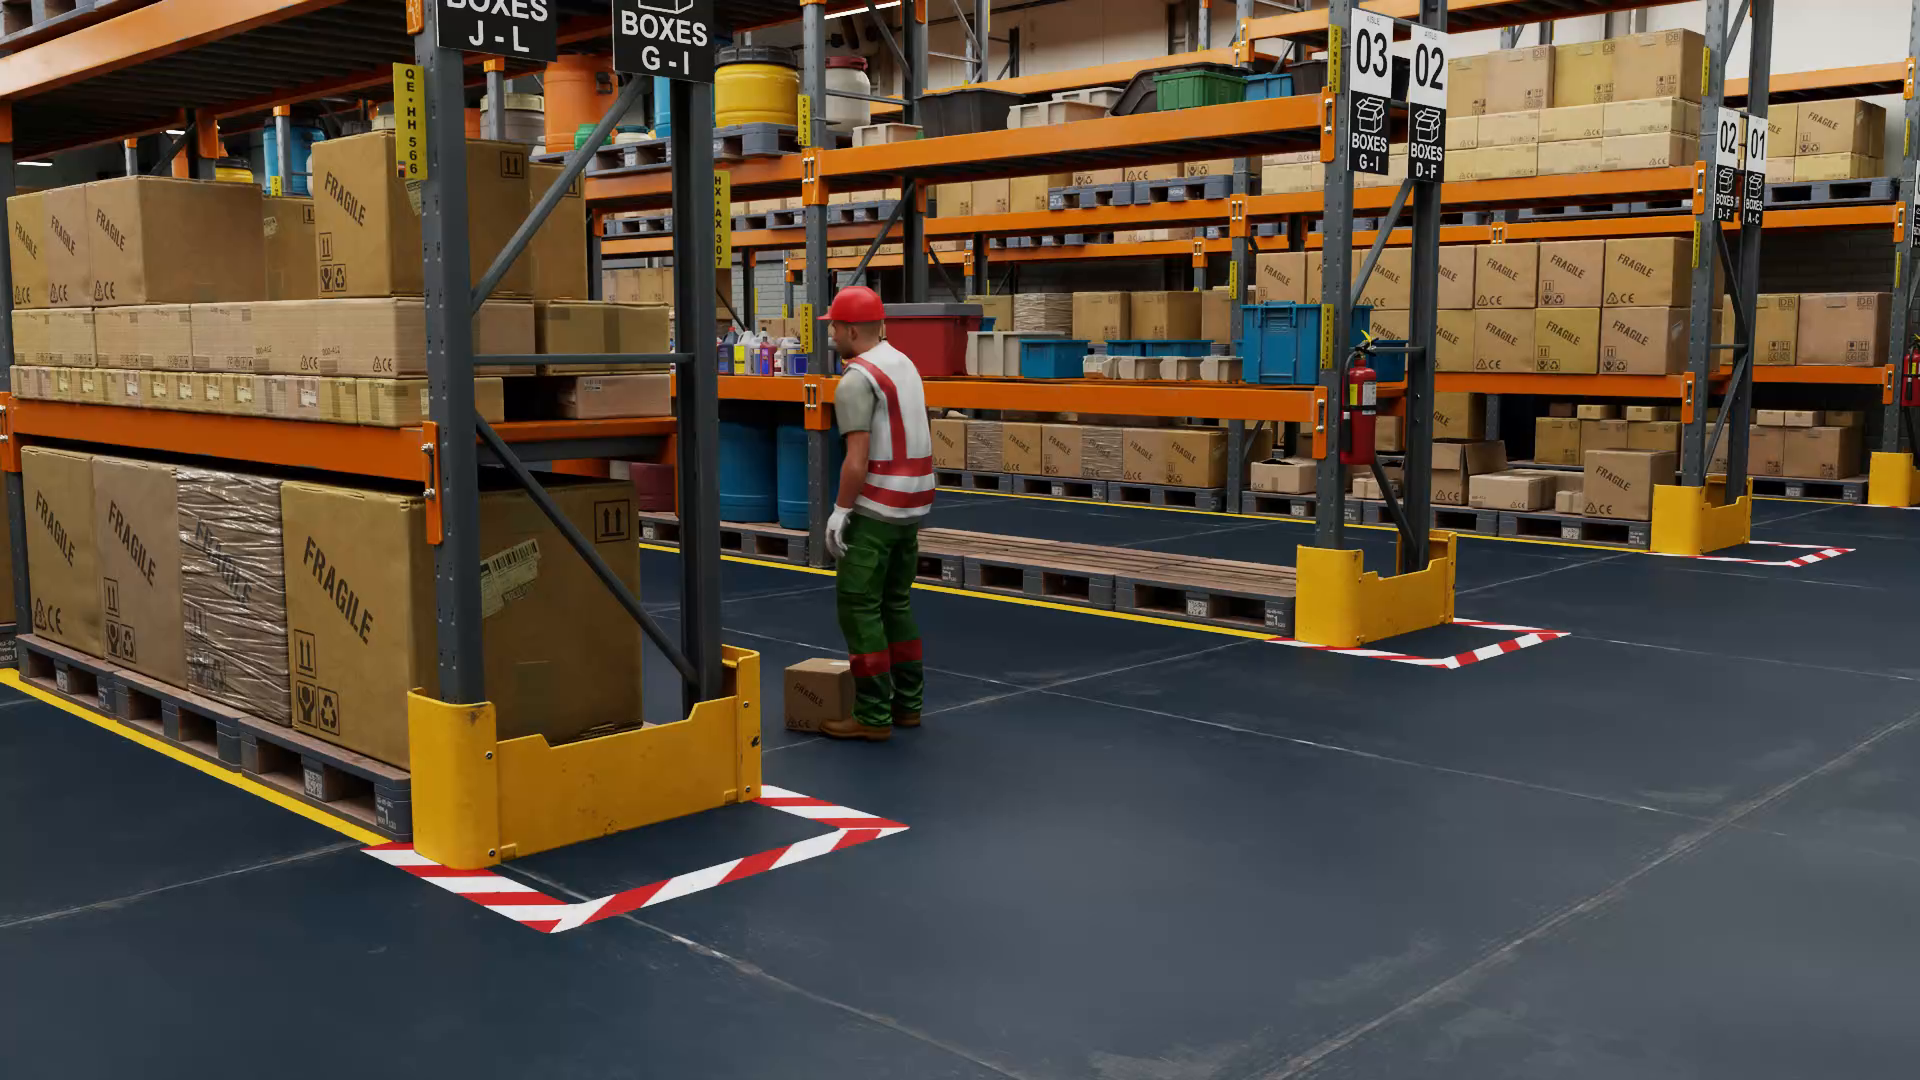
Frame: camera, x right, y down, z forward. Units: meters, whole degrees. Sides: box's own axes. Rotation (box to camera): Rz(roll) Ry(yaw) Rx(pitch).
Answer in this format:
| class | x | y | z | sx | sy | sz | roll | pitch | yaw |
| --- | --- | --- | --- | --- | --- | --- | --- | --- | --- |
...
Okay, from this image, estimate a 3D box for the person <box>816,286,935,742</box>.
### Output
| class | x | y | z | sx | sy | sz | roll | pitch | yaw |
| --- | --- | --- | --- | --- | --- | --- | --- | --- | --- |
| person | -0.339 | -0.110 | 6.595 | 0.449 | 1.778 | 0.610 | 3 | 8 | 26 |
